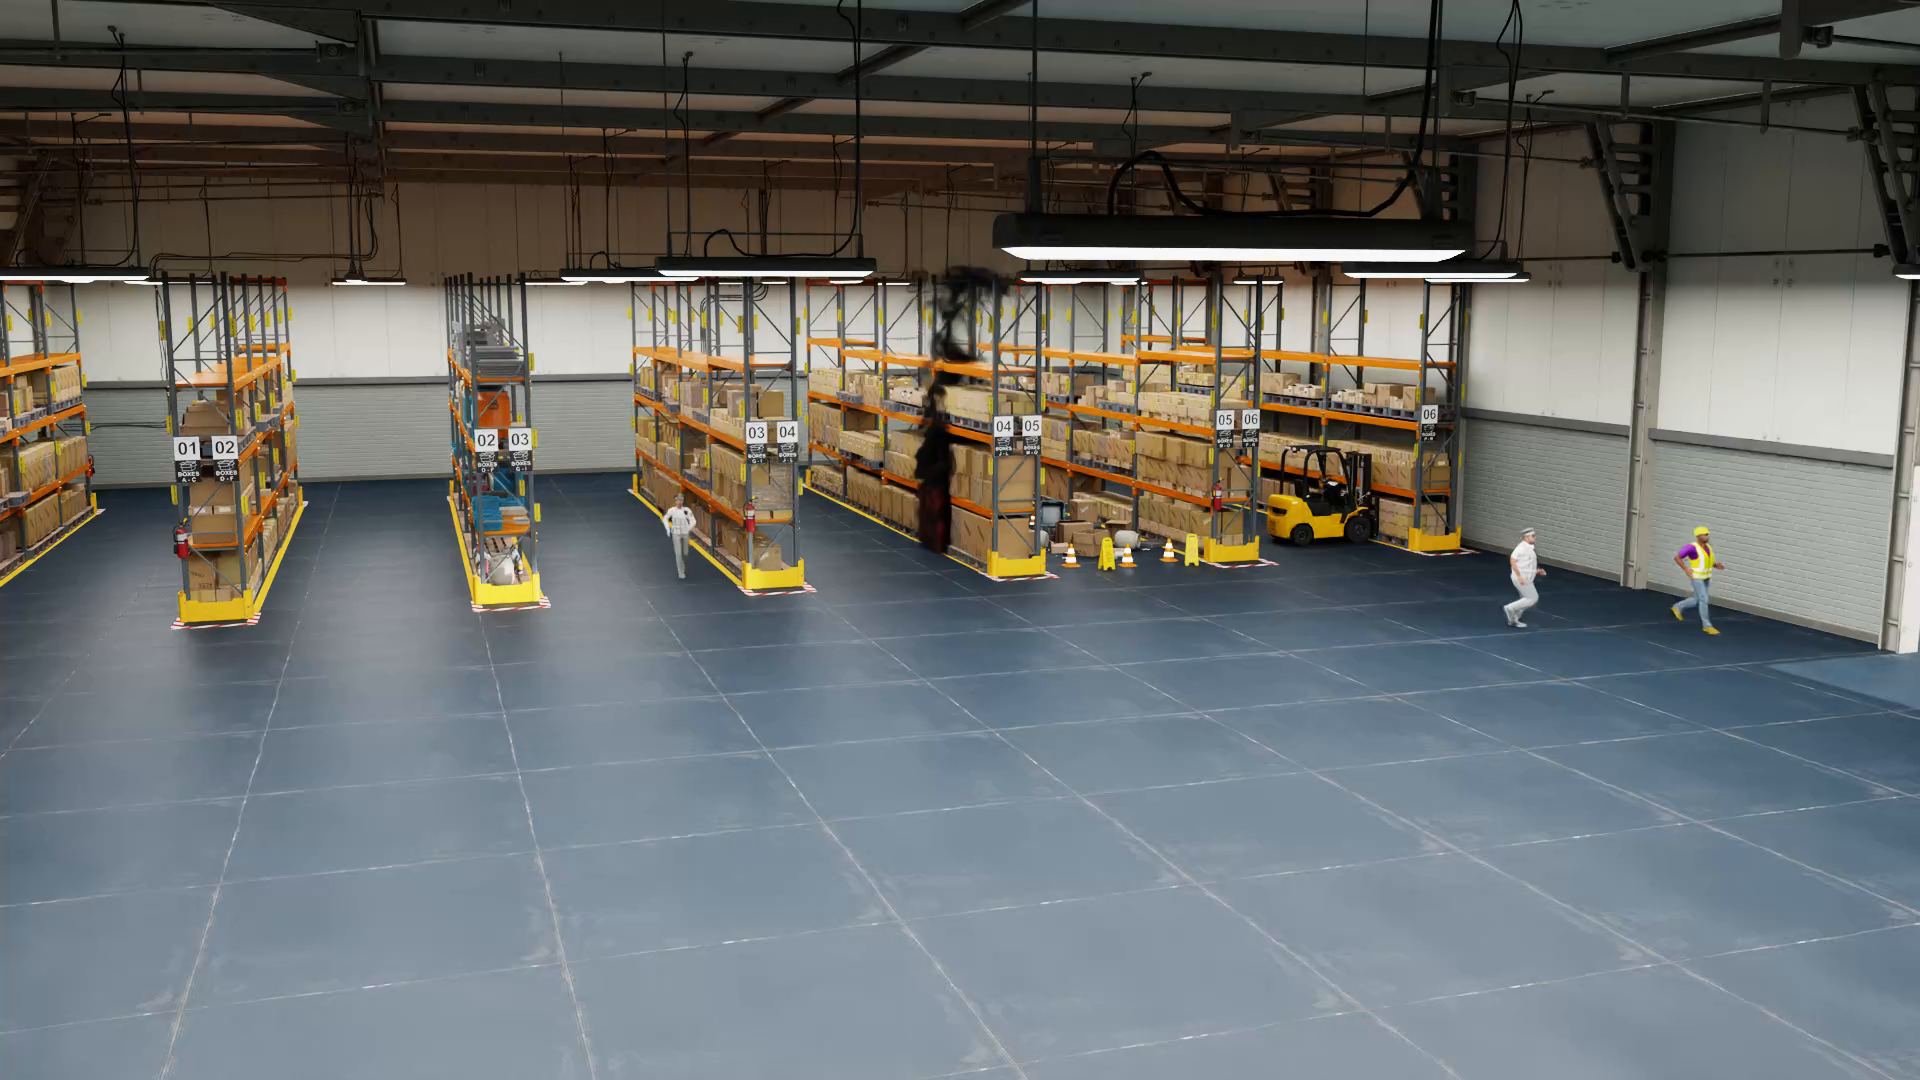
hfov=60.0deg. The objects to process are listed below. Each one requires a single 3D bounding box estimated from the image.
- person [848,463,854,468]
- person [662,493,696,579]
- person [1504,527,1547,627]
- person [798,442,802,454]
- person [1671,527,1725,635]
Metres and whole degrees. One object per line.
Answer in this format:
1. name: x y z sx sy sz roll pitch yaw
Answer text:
1. person: -3.060 -2.696 49.808 1.064 1.764 0.701 -3 9 -22
2. person: -5.593 -0.112 33.207 0.642 1.671 0.838 -3 9 -17
3. person: 9.599 0.636 28.180 0.631 1.721 0.653 5 10 29
4. person: -4.991 -2.336 49.153 0.489 1.329 0.600 -8 12 -42
5. person: 12.400 0.650 27.936 0.700 1.773 0.968 -6 10 -34
